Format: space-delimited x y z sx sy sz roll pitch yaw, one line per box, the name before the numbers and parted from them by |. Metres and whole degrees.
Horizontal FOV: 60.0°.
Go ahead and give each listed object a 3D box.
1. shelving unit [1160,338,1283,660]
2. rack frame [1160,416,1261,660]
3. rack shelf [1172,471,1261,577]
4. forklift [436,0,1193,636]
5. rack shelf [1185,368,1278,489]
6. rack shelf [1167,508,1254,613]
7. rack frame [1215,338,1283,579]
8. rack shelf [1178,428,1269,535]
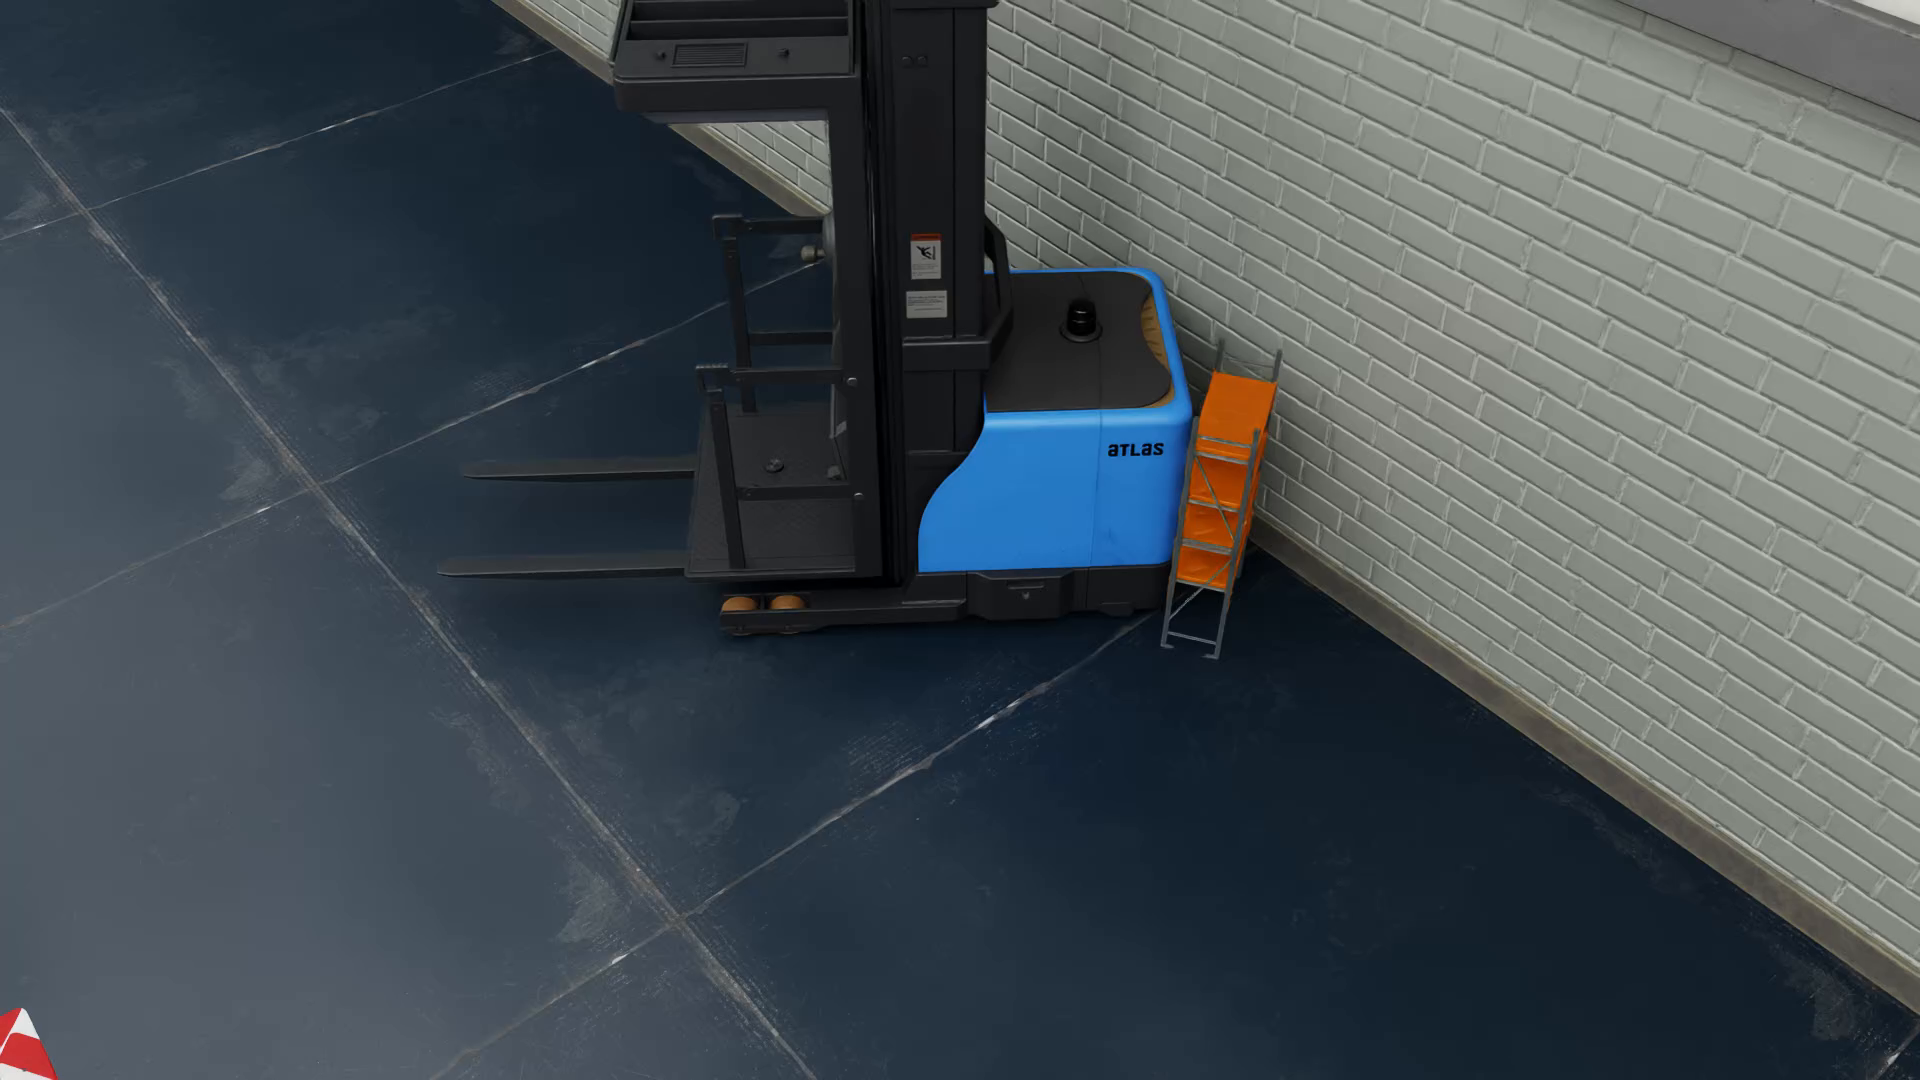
shelving unit | 1.016 -0.140 6.519 0.258 1.200 0.503 13 45 12
rack frame | 0.943 0.020 6.349 0.240 1.200 0.015 13 45 12
rack shelf | 1.015 -0.091 6.565 0.258 0.148 0.480 13 45 12
forklift | -0.641 -1.048 6.225 3.031 2.935 1.130 -2 43 -2
rack shelf | 1.022 -0.425 6.248 0.258 0.148 0.480 13 45 12
rack shelf | 1.011 0.053 6.702 0.258 0.148 0.480 13 45 12
rack frame | 1.088 -0.300 6.689 0.240 1.200 0.015 13 45 12
rack shelf | 1.018 -0.253 6.411 0.258 0.148 0.480 13 45 12
